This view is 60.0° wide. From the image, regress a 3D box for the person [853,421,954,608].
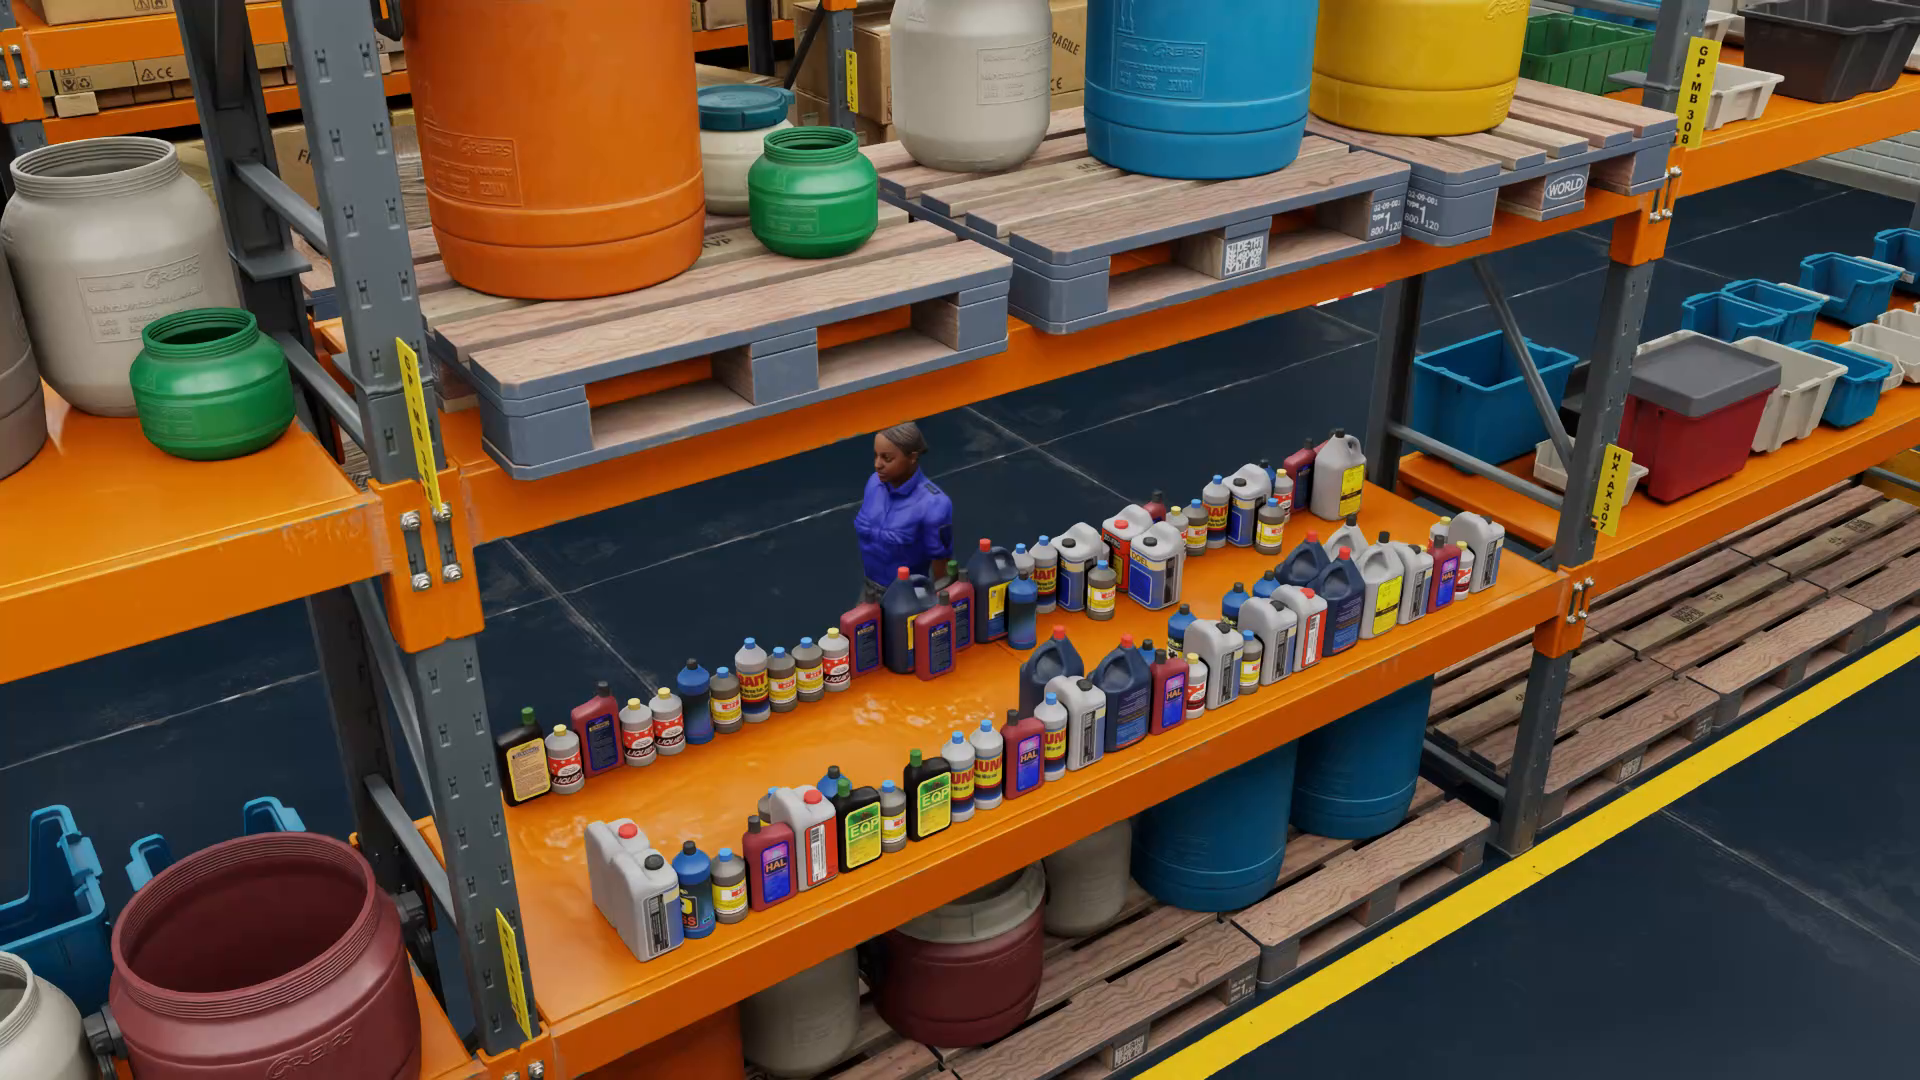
[{"bbox_3d":[-0.242,0.315,6.571,0.504,1.686,0.396,21,35,33],"label":"person"}]
